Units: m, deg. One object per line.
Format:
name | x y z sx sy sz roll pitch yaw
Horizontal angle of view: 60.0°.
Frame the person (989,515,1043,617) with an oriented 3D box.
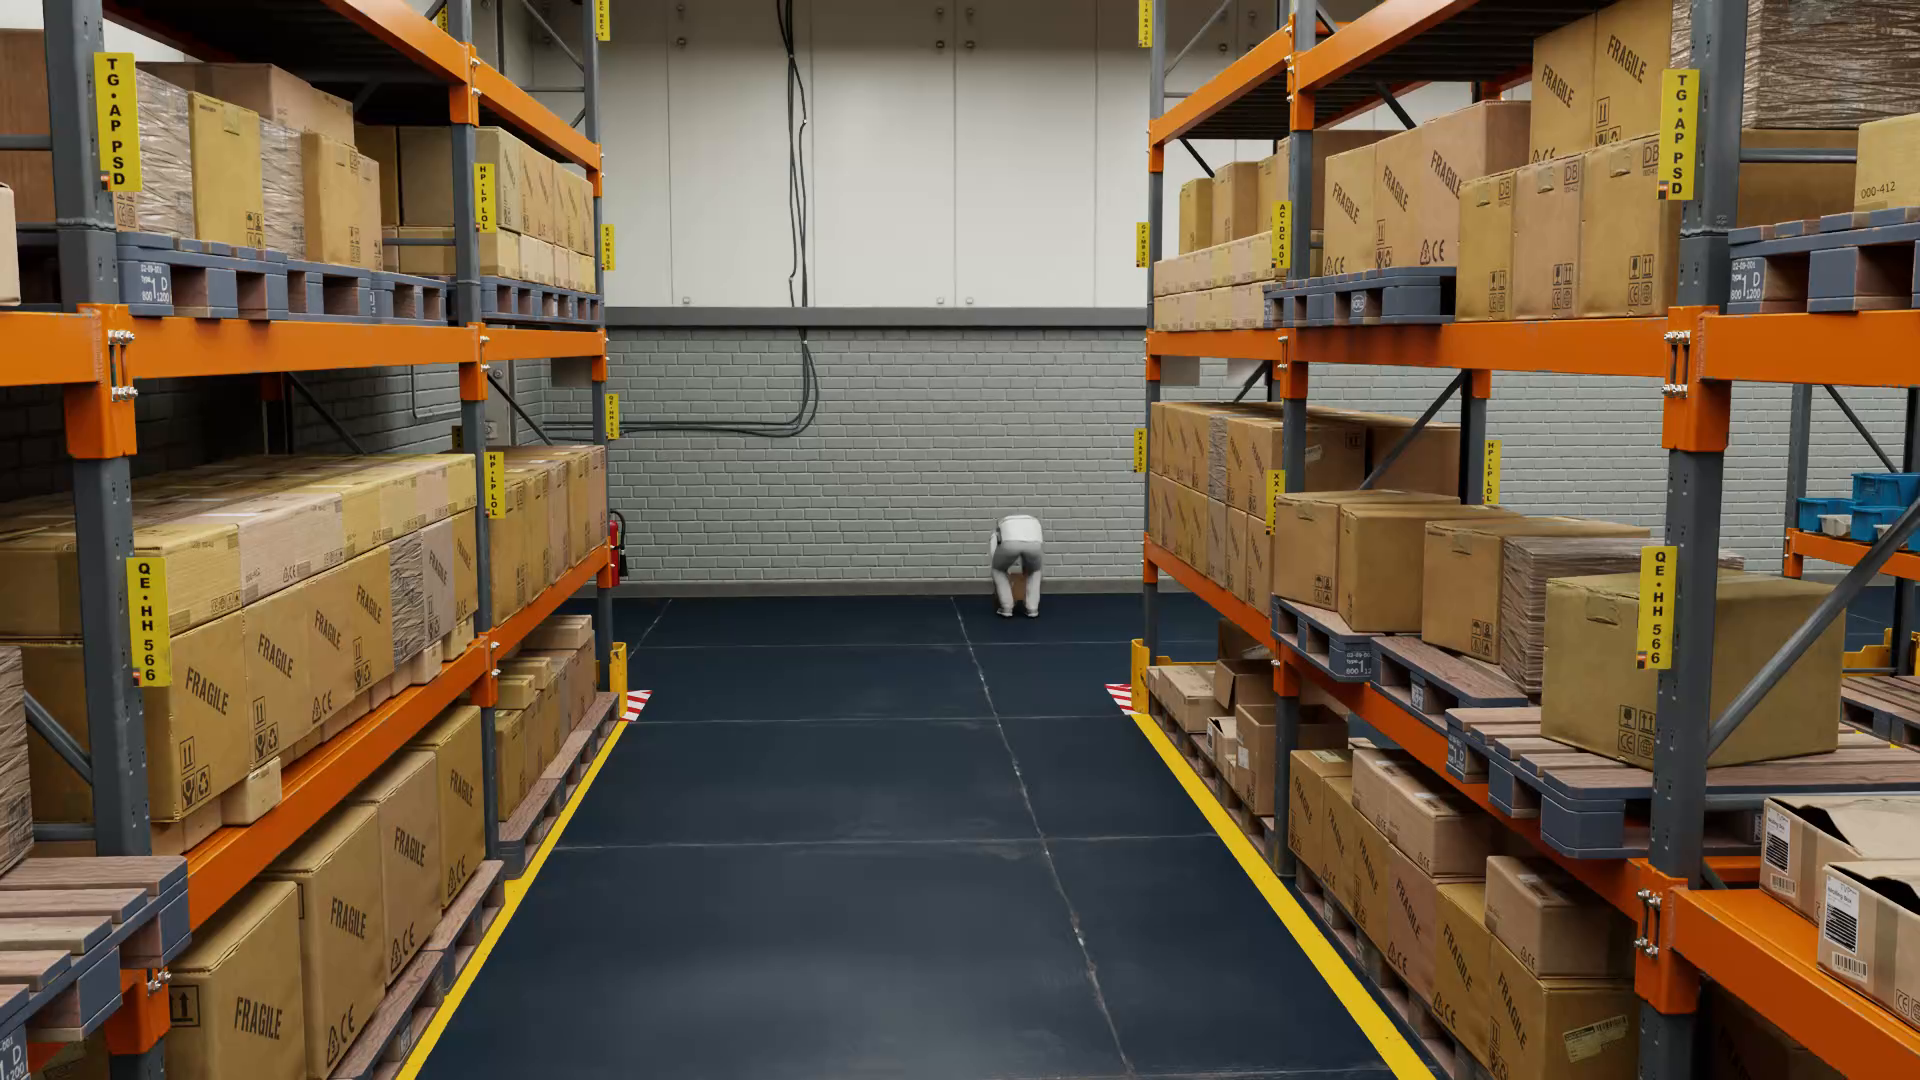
person | 0.564 0.236 16.831 0.516 1.020 1.030 -1 7 -7
